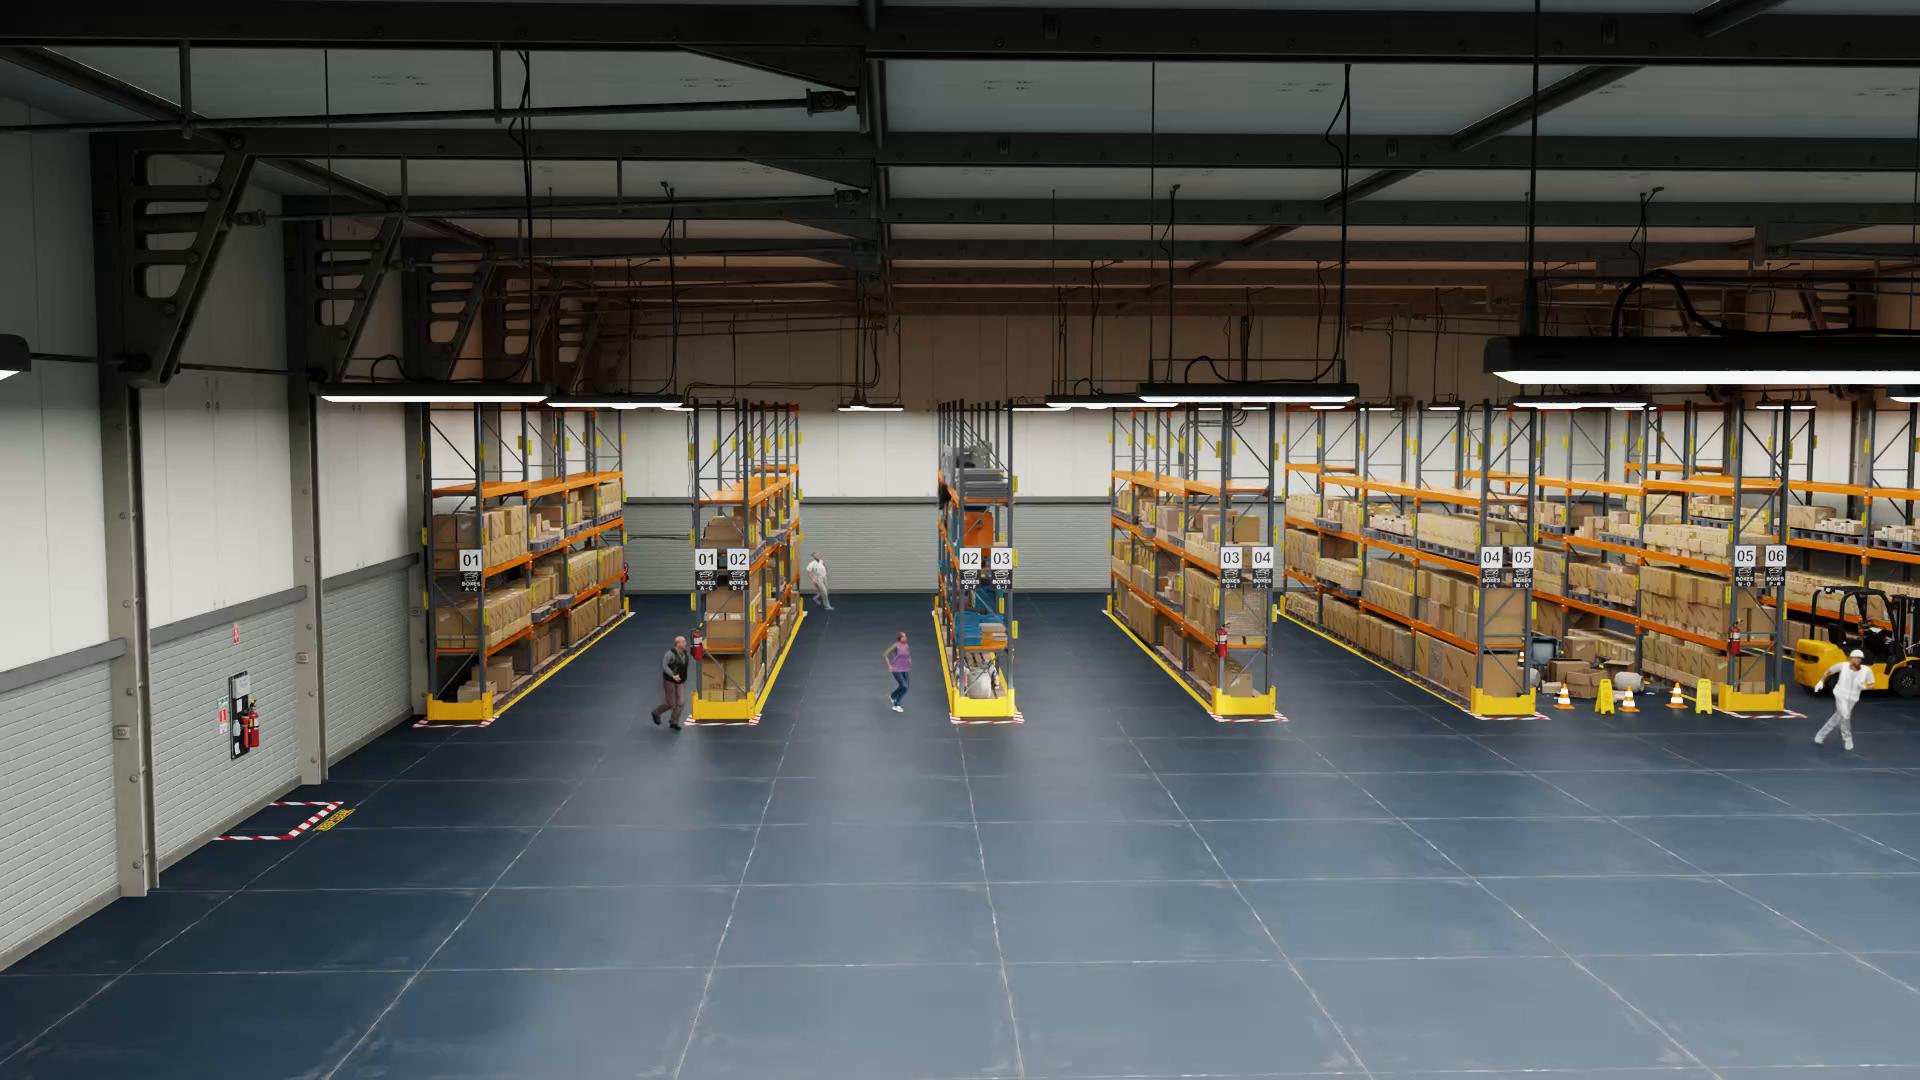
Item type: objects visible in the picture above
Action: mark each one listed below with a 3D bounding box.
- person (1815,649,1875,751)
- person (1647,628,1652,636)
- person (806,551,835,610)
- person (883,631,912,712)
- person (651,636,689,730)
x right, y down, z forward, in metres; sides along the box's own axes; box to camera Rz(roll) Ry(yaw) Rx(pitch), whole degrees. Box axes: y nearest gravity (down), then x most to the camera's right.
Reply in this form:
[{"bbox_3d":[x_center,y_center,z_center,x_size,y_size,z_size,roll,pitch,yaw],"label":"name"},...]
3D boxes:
[{"bbox_3d":[15.132,2.705,28.419,0.822,1.709,0.714,0,4,1],"label":"person"},{"bbox_3d":[16.668,1.942,39.841,0.539,1.534,0.533,-1,4,-8],"label":"person"},{"bbox_3d":[-4.122,1.178,48.530,0.829,1.727,0.714,3,5,37],"label":"person"},{"bbox_3d":[-1.129,2.532,31.885,0.551,1.564,0.544,-4,6,-42],"label":"person"},{"bbox_3d":[-5.232,2.593,30.329,0.745,1.685,0.665,4,6,40],"label":"person"}]
